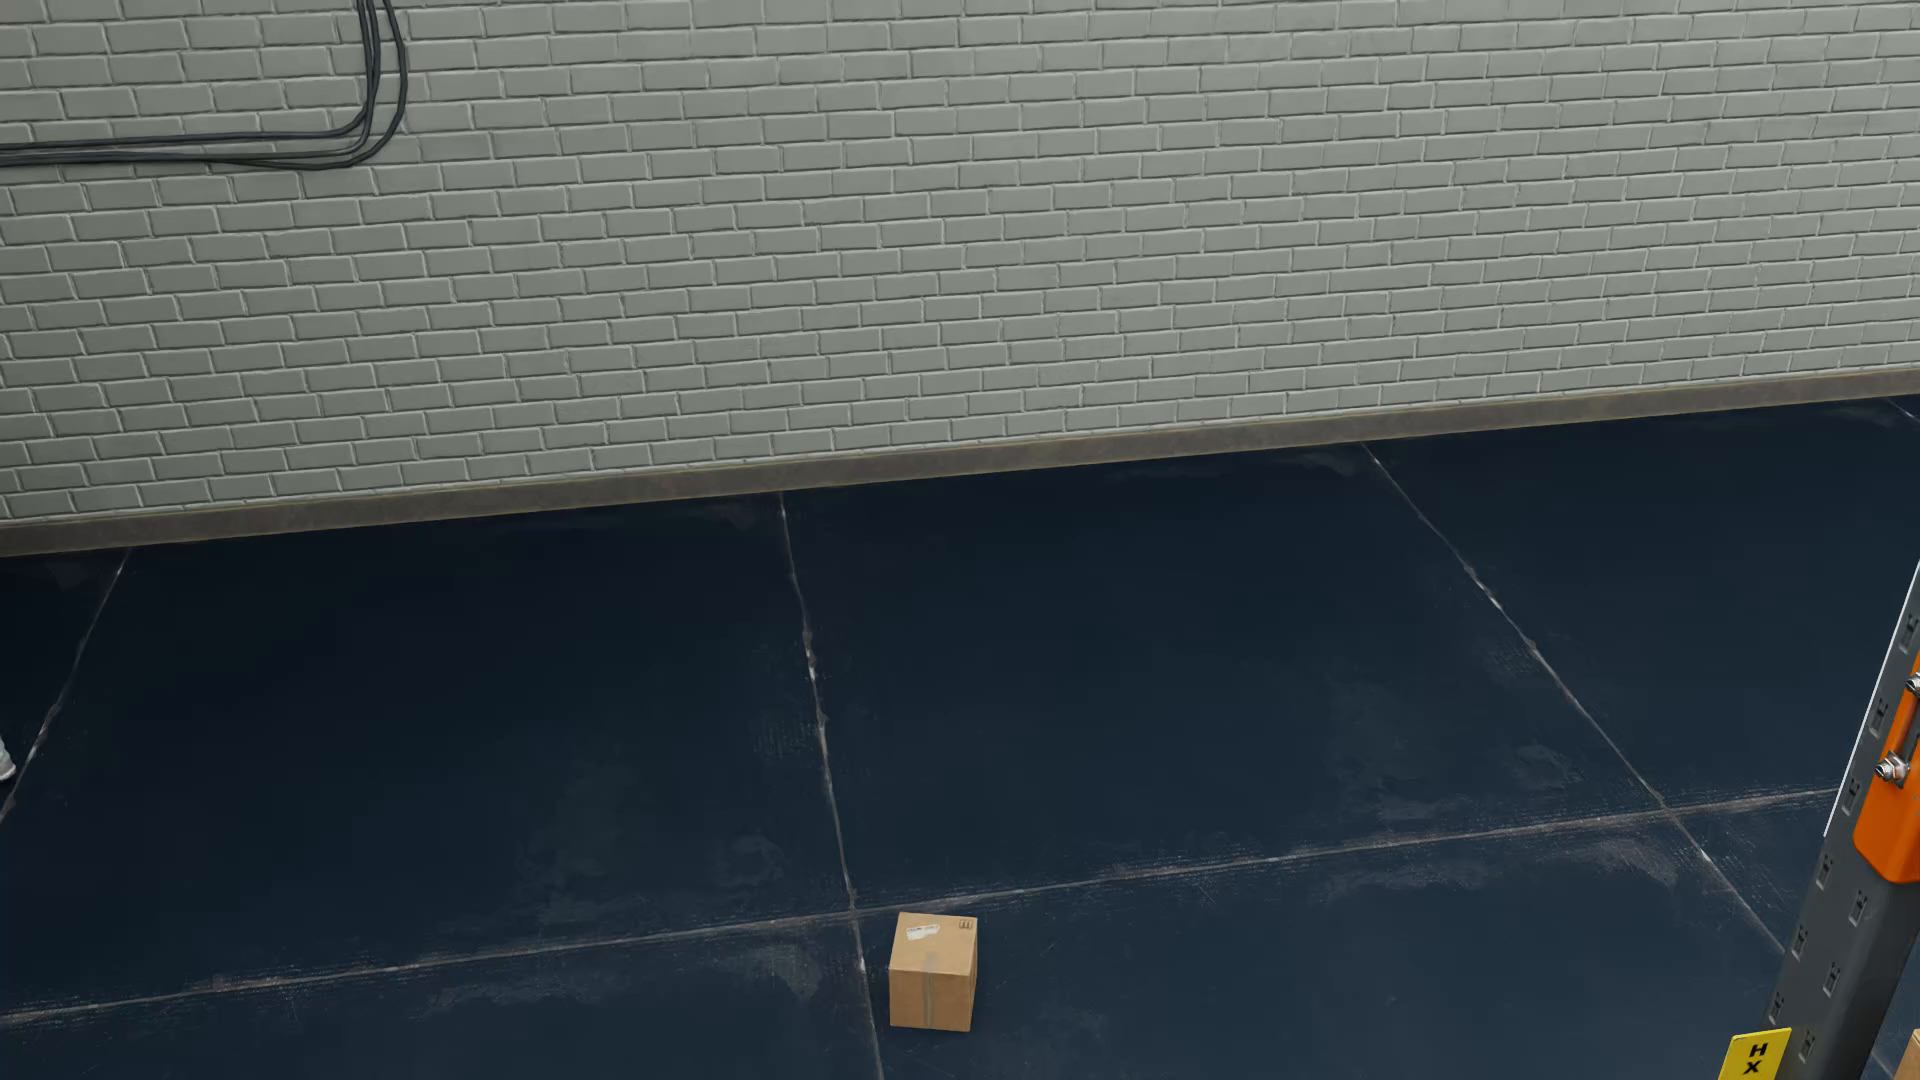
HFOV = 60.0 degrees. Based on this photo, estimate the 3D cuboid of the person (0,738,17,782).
[{"bbox_3d":[-3.924,0.221,5.762,0.817,1.666,0.478,1,31,2],"label":"person"}]
